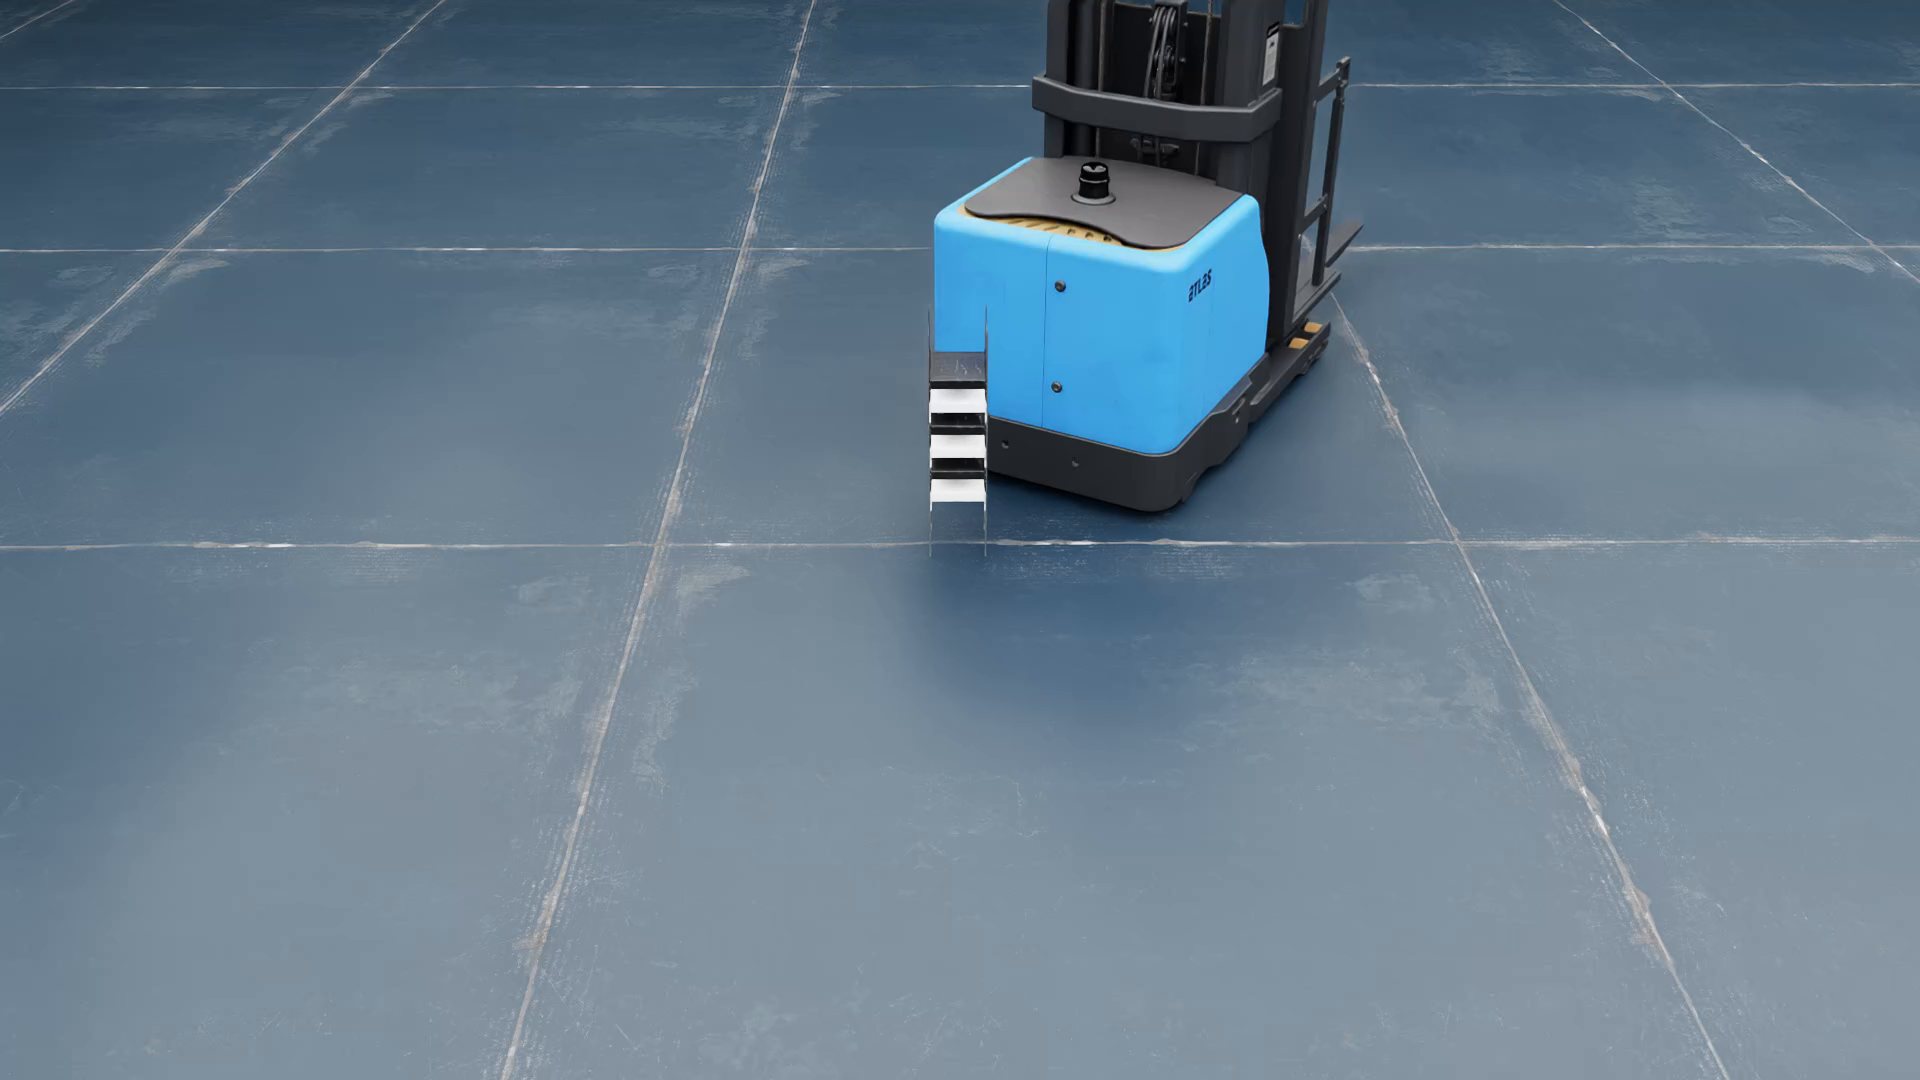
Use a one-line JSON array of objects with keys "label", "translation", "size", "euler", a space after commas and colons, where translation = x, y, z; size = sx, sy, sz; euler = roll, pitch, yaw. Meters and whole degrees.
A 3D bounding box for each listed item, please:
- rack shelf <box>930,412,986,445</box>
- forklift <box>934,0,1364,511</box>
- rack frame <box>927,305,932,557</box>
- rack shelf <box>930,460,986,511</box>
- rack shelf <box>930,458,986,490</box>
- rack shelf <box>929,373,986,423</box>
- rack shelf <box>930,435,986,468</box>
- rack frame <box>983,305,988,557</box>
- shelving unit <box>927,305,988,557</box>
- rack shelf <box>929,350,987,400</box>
[{"label": "rack shelf", "translation": [-0.008, -0.433, 5.987], "size": [0.200, 0.077, 0.258], "euler": [0, 31, 0]}, {"label": "forklift", "translation": [1.041, -2.097, 6.881], "size": [1.130, 2.935, 3.031], "euler": [16, 35, 24]}, {"label": "rack frame", "translation": [-0.110, -0.384, 6.016], "size": [0.006, 0.900, 0.240], "euler": [0, 31, 0]}, {"label": "rack shelf", "translation": [-0.008, -0.202, 6.127], "size": [0.200, 0.077, 0.258], "euler": [0, 31, 0]}, {"label": "rack shelf", "translation": [-0.008, -0.279, 6.081], "size": [0.200, 0.077, 0.258], "euler": [0, 31, 0]}, {"label": "rack shelf", "translation": [-0.008, -0.510, 5.940], "size": [0.200, 0.077, 0.258], "euler": [0, 31, 0]}, {"label": "rack shelf", "translation": [-0.008, -0.356, 6.034], "size": [0.200, 0.077, 0.258], "euler": [0, 31, 0]}, {"label": "rack frame", "translation": [0.094, -0.385, 6.017], "size": [0.006, 0.900, 0.240], "euler": [0, 31, 0]}, {"label": "shelving unit", "translation": [-0.008, -0.385, 6.017], "size": [0.210, 0.900, 0.258], "euler": [0, 31, 0]}, {"label": "rack shelf", "translation": [-0.008, -0.587, 5.894], "size": [0.200, 0.077, 0.258], "euler": [0, 31, 0]}]
